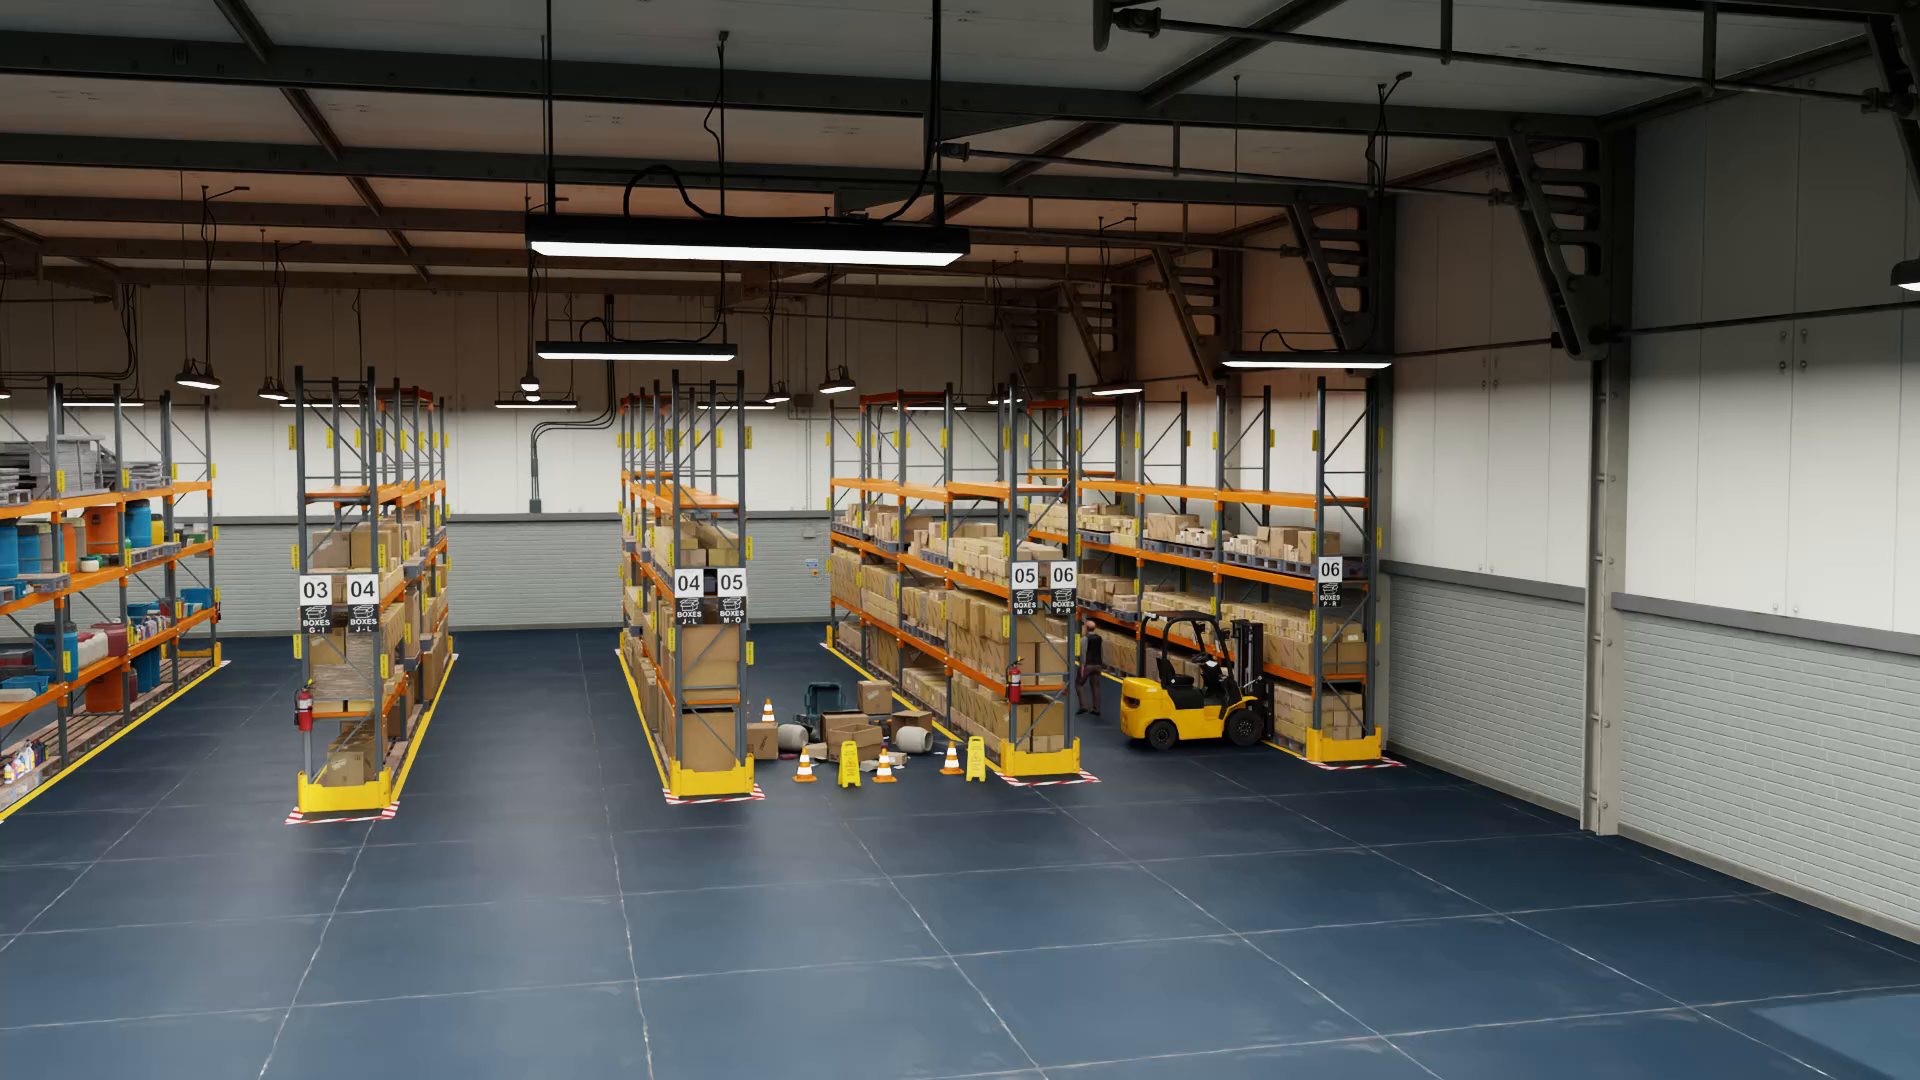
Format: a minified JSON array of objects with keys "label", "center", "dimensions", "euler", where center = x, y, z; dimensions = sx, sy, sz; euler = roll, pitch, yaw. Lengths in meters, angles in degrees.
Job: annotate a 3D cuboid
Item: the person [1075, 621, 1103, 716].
[{"label":"person","center":[2.397,2.347,30.251],"dimensions":[0.558,1.741,0.555],"euler":[-2,4,-28]}]
